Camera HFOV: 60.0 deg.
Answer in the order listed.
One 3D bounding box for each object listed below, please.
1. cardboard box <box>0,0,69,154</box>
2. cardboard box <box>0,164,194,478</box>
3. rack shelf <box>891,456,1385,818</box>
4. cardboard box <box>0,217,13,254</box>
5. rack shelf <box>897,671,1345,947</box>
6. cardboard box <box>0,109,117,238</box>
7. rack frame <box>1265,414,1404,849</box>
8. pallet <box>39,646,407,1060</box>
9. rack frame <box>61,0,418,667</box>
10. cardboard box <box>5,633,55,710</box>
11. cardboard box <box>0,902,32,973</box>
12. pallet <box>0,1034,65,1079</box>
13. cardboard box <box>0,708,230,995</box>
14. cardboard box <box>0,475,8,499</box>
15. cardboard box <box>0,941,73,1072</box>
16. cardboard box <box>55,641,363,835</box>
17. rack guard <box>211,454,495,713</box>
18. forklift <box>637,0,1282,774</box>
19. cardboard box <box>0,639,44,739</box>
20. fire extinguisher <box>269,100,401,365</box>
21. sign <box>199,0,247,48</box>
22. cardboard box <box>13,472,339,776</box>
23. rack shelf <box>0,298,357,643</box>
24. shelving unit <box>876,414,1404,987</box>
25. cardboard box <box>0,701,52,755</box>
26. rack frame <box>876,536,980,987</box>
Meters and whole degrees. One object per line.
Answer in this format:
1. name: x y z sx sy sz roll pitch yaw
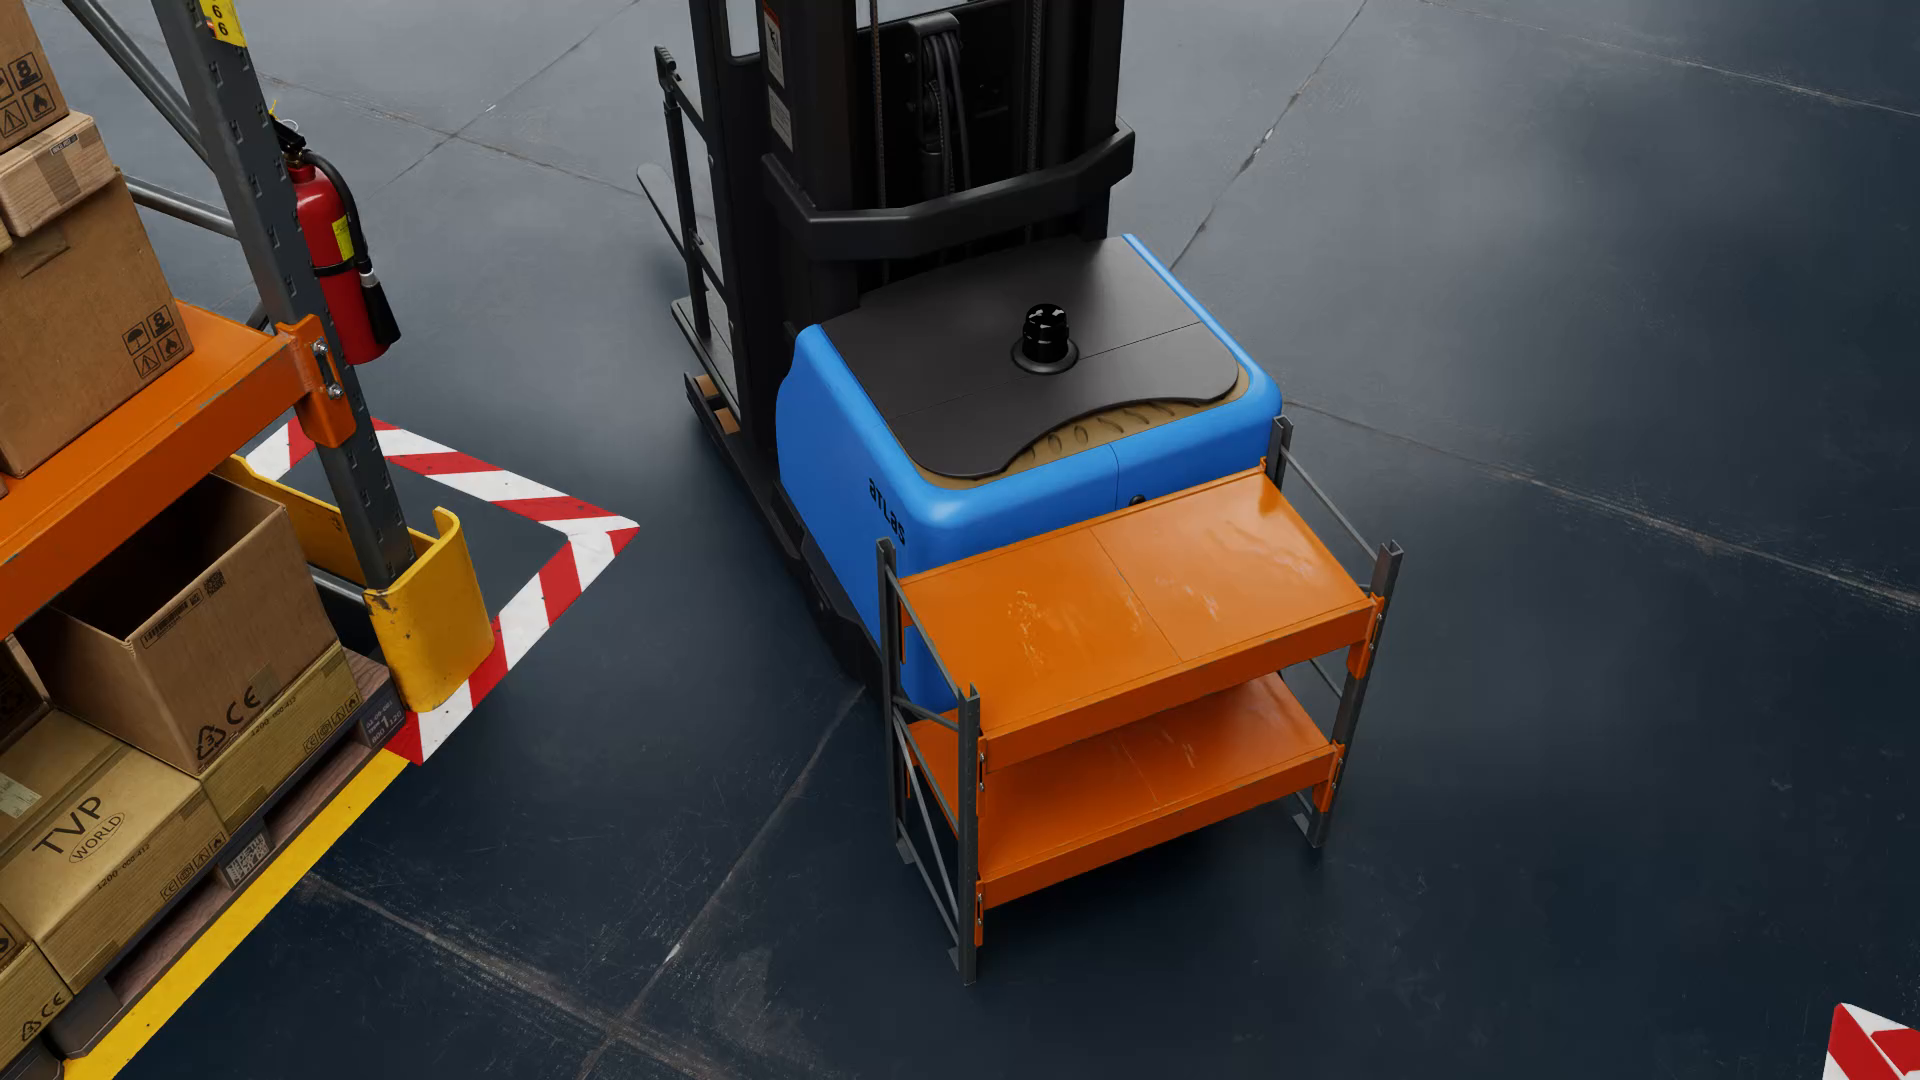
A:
1. cardboard box: -2.220 -0.997 3.144 0.700 0.500 0.500 21 49 19
2. cardboard box: -2.195 -0.574 3.638 0.700 0.500 0.500 20 49 19
3. rack shelf: 0.393 0.202 3.847 1.000 0.278 0.538 -17 48 -16
4. cardboard box: -2.096 -0.623 3.230 0.380 0.149 0.250 22 49 20
5. rack shelf: 0.393 0.579 4.230 1.000 0.278 0.538 -17 48 -16
6. cardboard box: -1.976 -0.788 3.394 0.380 0.149 0.250 20 49 18
7. rack frame: 0.858 0.262 4.199 0.032 1.125 0.500 -17 48 -16
8. pallet: -2.285 0.647 4.462 1.003 0.211 1.213 20 49 19
9. rack frame: -1.967 -0.829 3.960 1.000 3.000 0.127 20 49 19
10. cardboard box: -2.413 0.255 4.527 0.500 0.250 0.500 20 49 19
11. cardboard box: -2.404 0.798 3.463 0.500 0.500 0.500 20 49 19
12. pallet: -2.852 1.413 3.705 1.003 0.211 1.213 20 49 19
13. cardboard box: -2.176 0.745 4.043 0.500 0.250 0.500 20 49 19
14. cardboard box: -2.435 -0.241 3.309 0.700 0.500 0.500 22 49 20
15. cardboard box: -2.406 1.060 3.731 0.500 0.250 0.500 20 49 19
16. cardboard box: -1.954 0.426 4.358 0.500 0.250 0.500 20 49 19
17. rack guard: -1.956 0.035 4.864 1.175 0.500 0.348 20 49 19
18. forklift: -0.273 -1.433 4.606 1.130 2.935 3.031 -19 48 -18
19. cardboard box: -2.643 0.307 3.949 0.500 0.500 0.500 20 49 19
20. fire extinguisher: -1.501 -0.723 3.910 0.296 0.674 0.183 20 49 19
21. sign: -1.493 -1.131 3.278 0.100 0.325 0.005 20 49 19
22. cardboard box: -1.952 0.163 4.091 0.500 0.500 0.500 20 49 19
23. rack shelf: -2.895 0.684 2.971 1.077 0.370 4.000 20 49 19
24. shelving unit: 0.393 0.408 4.056 1.048 1.125 0.538 -17 48 -16
25. cardboard box: -2.642 0.571 4.215 0.500 0.250 0.500 20 49 19
26. rack frame: -0.073 0.553 3.912 0.032 1.125 0.500 -17 48 -16
